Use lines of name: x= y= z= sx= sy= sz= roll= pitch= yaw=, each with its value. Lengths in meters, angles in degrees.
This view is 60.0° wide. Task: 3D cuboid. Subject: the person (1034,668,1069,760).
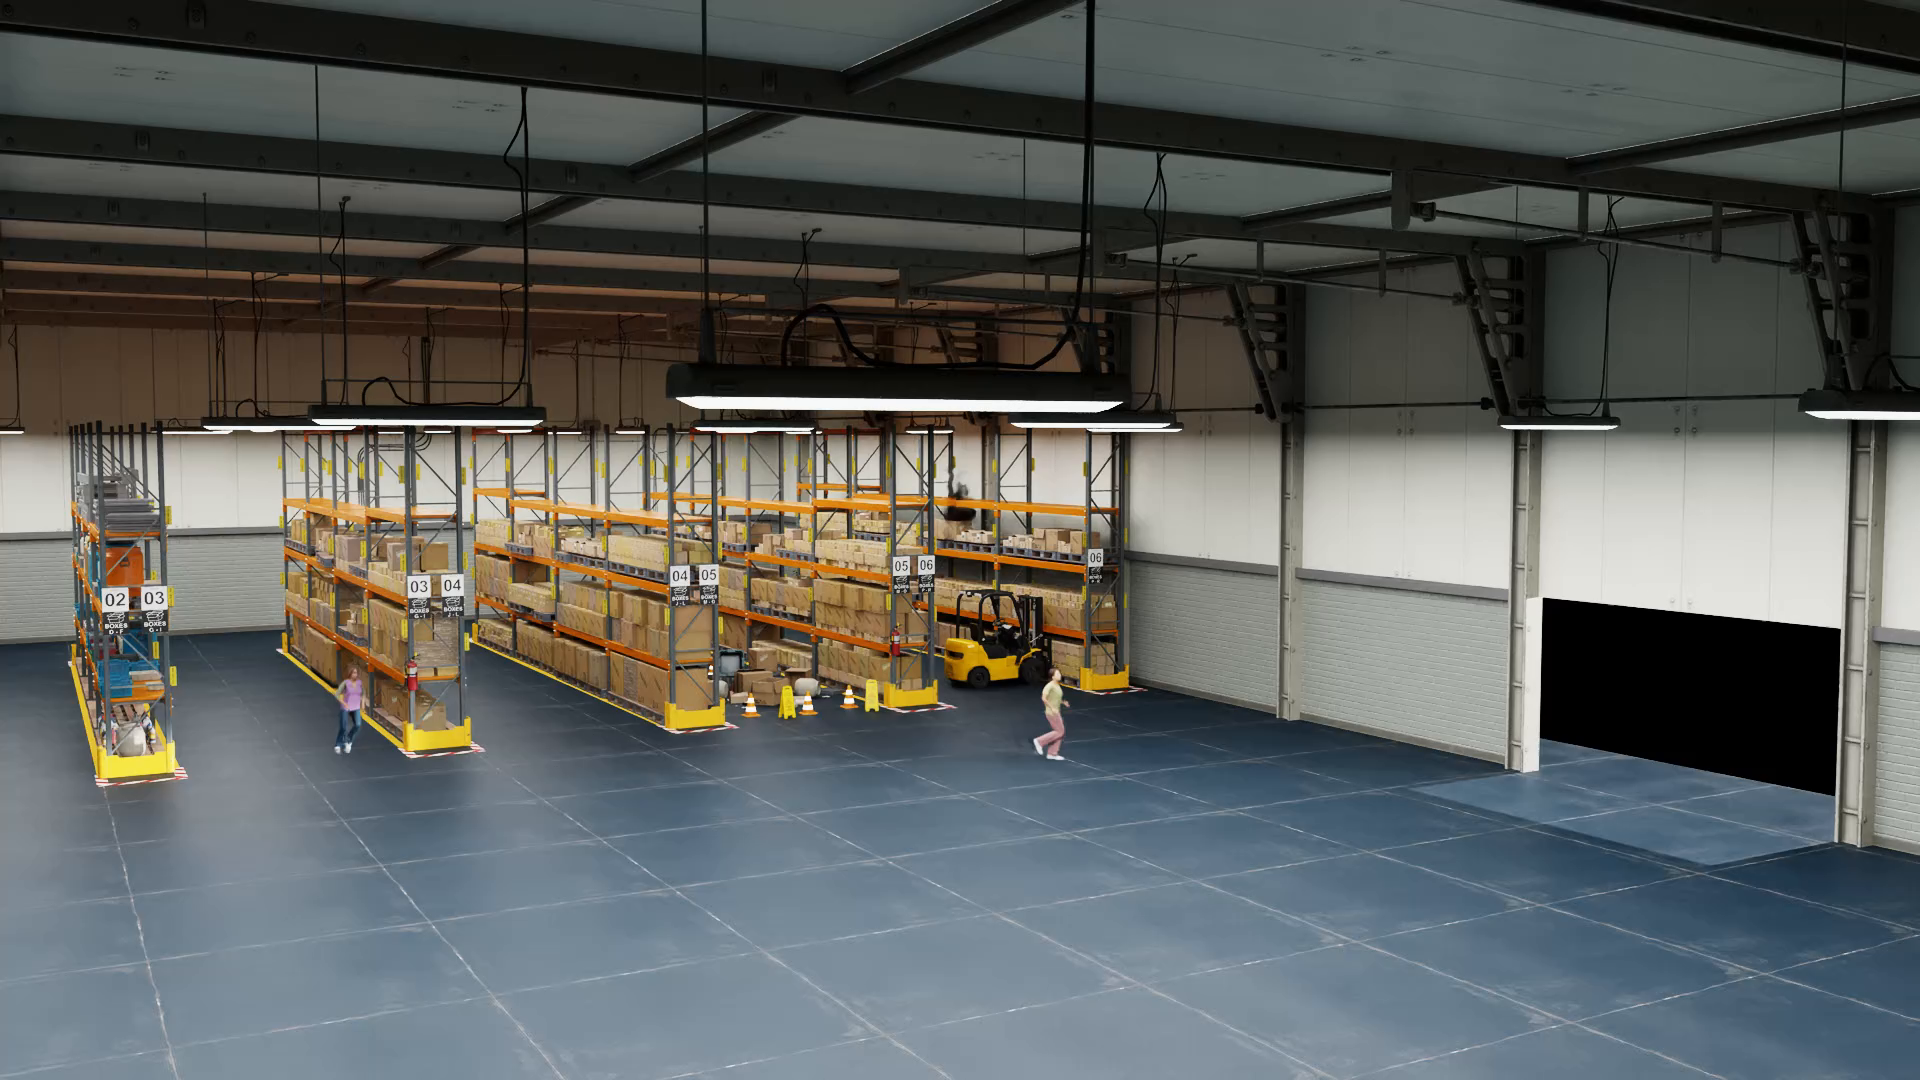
person: x=1.635 y=3.086 z=29.583 sx=0.585 sy=1.639 sz=0.574 roll=1 pitch=4 yaw=17

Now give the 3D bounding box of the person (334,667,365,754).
person: x=-11.026 y=3.085 z=30.128 sx=0.604 sy=1.538 sz=0.578 roll=-3 pitch=4 yaw=-38
